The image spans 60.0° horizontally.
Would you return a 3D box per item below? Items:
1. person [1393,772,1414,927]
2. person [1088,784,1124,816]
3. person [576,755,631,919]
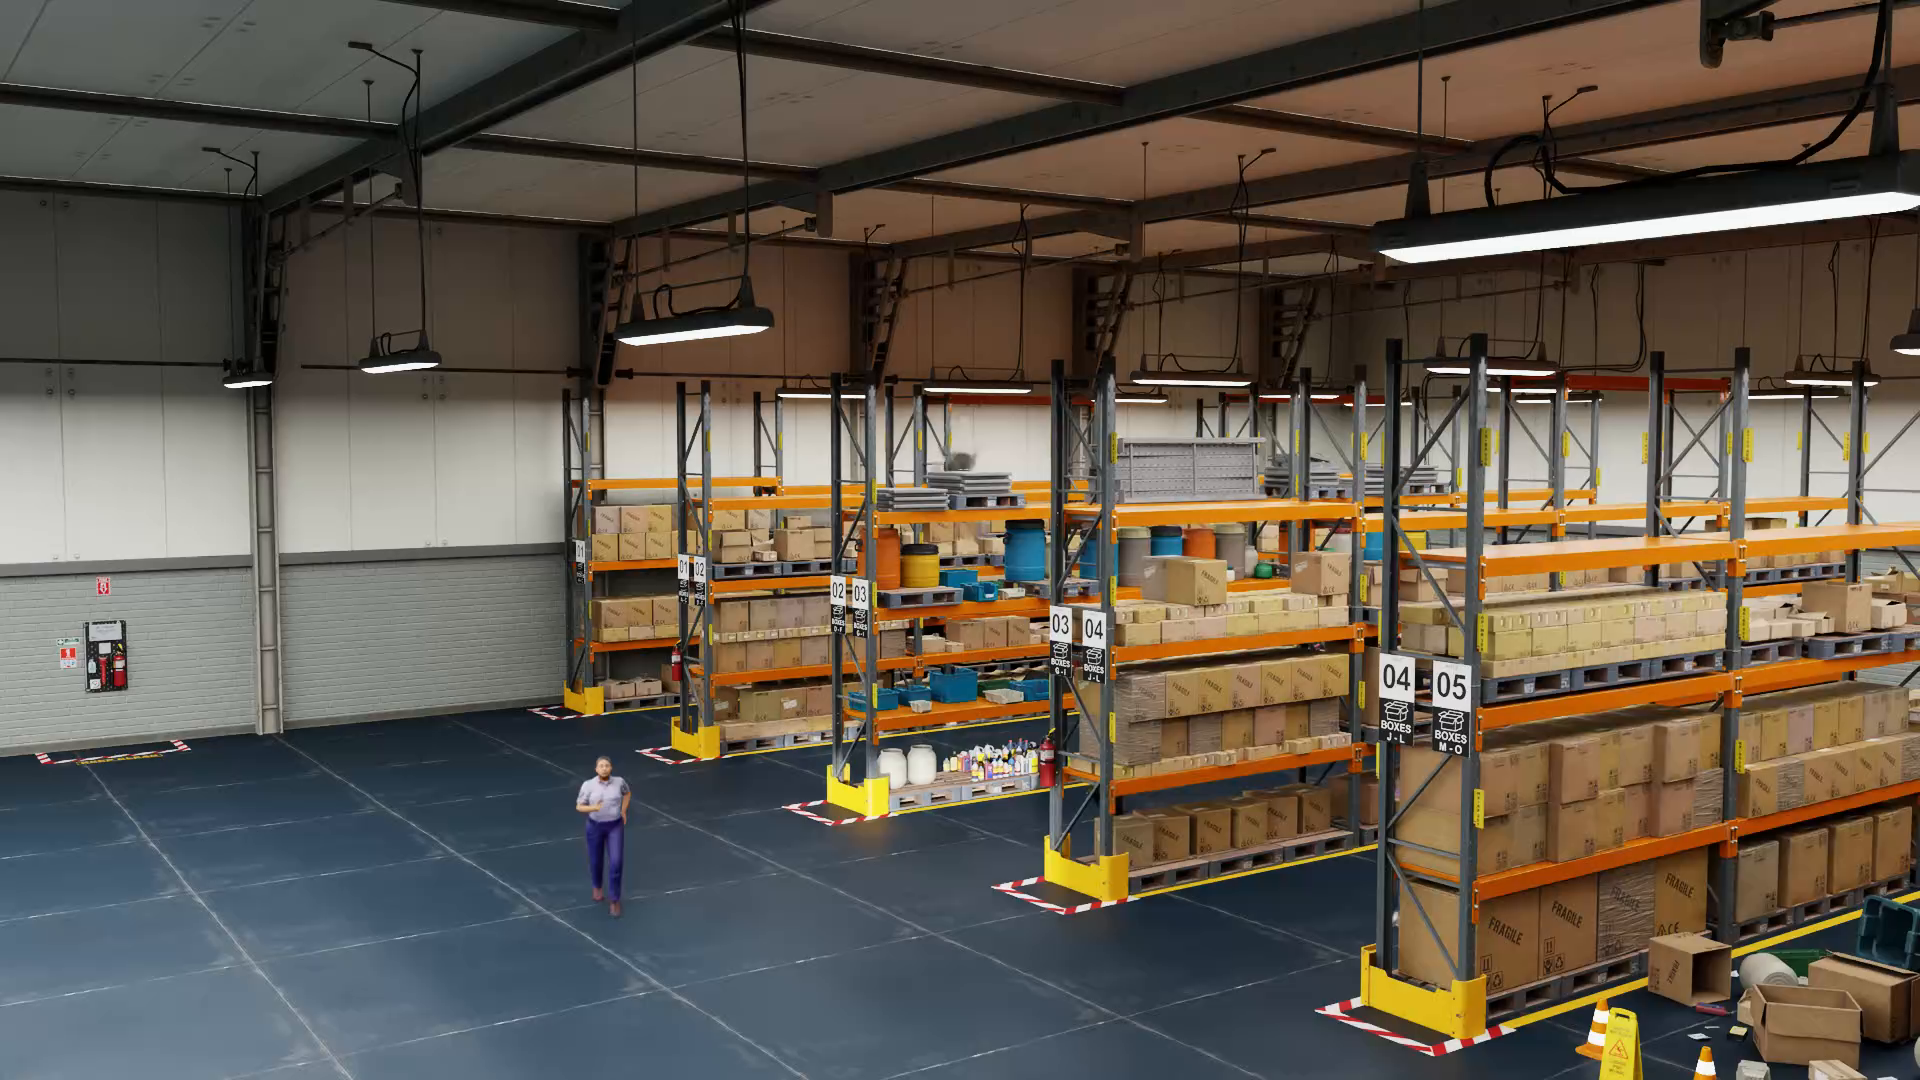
[{"bbox_3d":[4.757,3.224,17.693,0.550,1.614,0.860,4,5,44],"label":"person"},{"bbox_3d":[1.930,2.887,21.637,0.697,1.746,0.676,3,5,36],"label":"person"},{"bbox_3d":[-3.849,3.159,18.016,0.596,1.631,0.793,-1,4,-16],"label":"person"}]
